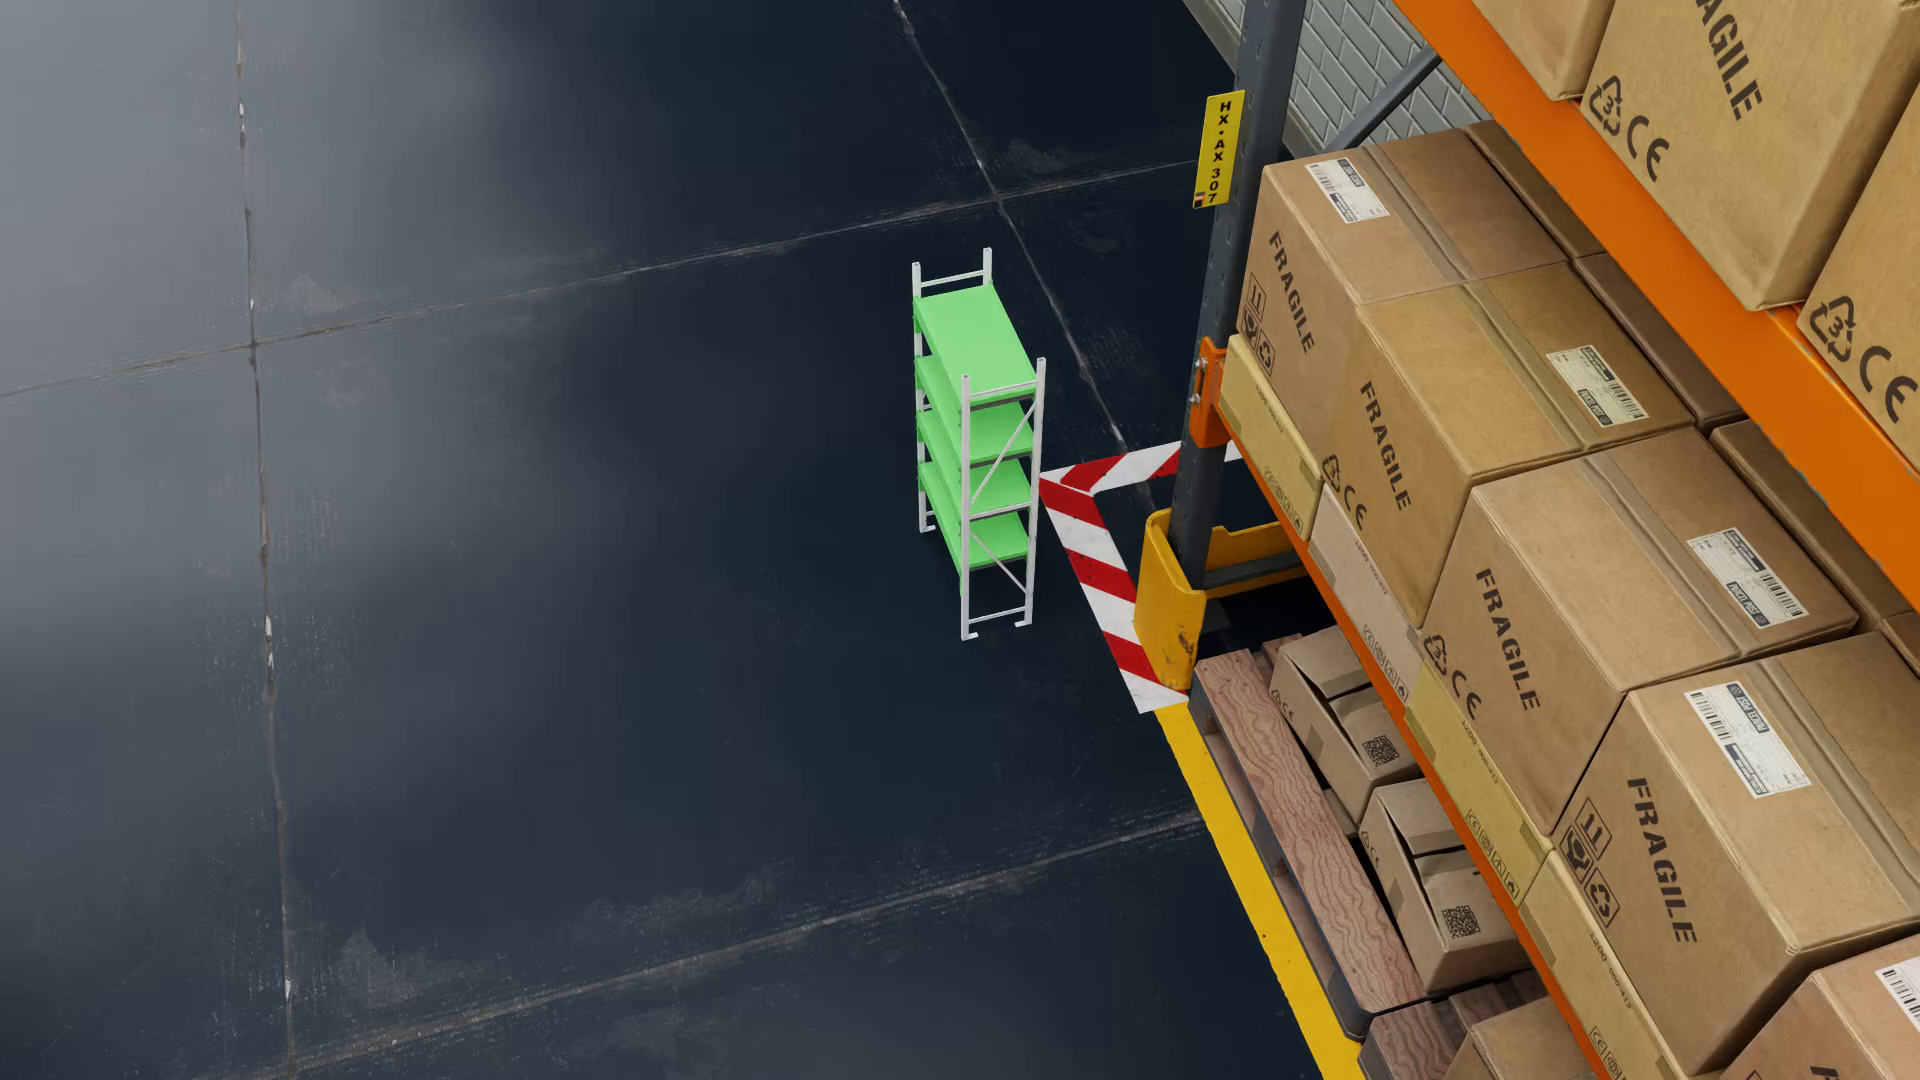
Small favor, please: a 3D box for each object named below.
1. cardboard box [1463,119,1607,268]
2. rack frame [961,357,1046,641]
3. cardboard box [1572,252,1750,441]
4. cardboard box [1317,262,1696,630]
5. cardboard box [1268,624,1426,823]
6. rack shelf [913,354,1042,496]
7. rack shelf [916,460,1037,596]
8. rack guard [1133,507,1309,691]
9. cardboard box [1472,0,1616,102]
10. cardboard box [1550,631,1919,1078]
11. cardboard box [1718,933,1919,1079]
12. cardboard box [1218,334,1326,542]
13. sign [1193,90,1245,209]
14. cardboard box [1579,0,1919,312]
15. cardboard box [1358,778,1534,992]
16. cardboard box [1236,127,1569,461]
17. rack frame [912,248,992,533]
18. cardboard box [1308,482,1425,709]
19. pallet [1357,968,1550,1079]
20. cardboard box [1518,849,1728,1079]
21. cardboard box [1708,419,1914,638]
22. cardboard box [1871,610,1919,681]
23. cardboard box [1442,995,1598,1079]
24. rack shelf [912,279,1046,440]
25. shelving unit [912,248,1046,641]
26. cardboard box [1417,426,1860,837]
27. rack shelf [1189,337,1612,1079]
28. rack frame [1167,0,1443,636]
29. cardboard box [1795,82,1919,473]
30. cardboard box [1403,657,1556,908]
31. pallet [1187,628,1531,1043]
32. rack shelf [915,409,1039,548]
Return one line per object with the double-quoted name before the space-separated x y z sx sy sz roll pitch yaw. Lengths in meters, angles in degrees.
"cardboard box" 1.487 -0.687 3.961 0.500 0.500 0.500 -14 51 -11
"rack frame" 0.121 -0.088 5.039 0.240 1.200 0.015 -13 51 -11
"cardboard box" 1.626 -0.317 3.650 0.500 0.500 0.500 -13 51 -10
"cardboard box" 1.135 -0.203 3.554 0.500 0.500 0.500 -13 51 -11
"cardboard box" 1.263 0.468 4.865 0.500 0.311 0.500 -19 52 -15
"rack shelf" 0.049 -0.379 5.055 0.258 0.148 0.480 -13 51 -11
"rack shelf" 0.049 -0.070 5.422 0.258 0.148 0.480 -13 51 -11
"rack guard" 1.167 0.078 5.357 1.175 0.500 0.348 -13 51 -11
"cardboard box" 1.129 -1.087 2.664 0.500 0.500 0.500 -10 51 -9
"cardboard box" 1.446 0.550 2.919 0.500 0.500 0.500 -12 51 -10
"cardboard box" 1.601 0.930 2.599 0.500 0.500 0.500 -15 51 -12
"cardboard box" 0.986 -0.313 4.137 0.500 0.250 0.500 -15 51 -12
"sign" 0.626 -0.939 4.014 0.100 0.325 0.005 -13 51 -11
"cardboard box" 1.287 -0.709 2.345 0.500 0.500 0.500 -11 51 -9
"cardboard box" 1.432 0.884 4.514 0.500 0.311 0.500 -10 51 -8
"cardboard box" 0.999 -0.566 3.860 0.500 0.500 0.500 -13 51 -11
"rack frame" -0.023 -0.444 5.340 0.240 1.200 0.015 -13 51 -11
"cardboard box" 1.153 0.063 3.820 0.500 0.250 0.500 -15 51 -12
"pallet" 1.731 1.662 4.211 1.003 0.211 1.213 -13 51 -11
"cardboard box" 1.445 0.806 3.193 0.500 0.250 0.500 -13 51 -11
"cardboard box" 1.783 0.060 3.332 0.500 0.500 0.500 -15 51 -12
"cardboard box" 1.932 0.428 3.022 0.500 0.500 0.500 -13 51 -10
"cardboard box" 1.601 1.370 3.980 0.700 0.500 0.500 -16 52 -13
"rack shelf" 0.049 -0.534 4.871 0.258 0.148 0.480 -13 51 -11
"shelving unit" 0.049 -0.266 5.189 0.258 1.200 0.503 -13 51 -11
"cardboard box" 1.282 0.176 3.234 0.500 0.500 0.500 -15 51 -12
"rack shelf" 1.736 0.910 3.492 1.077 0.370 4.000 -13 51 -11
"rack frame" 1.145 -0.783 4.448 1.000 3.000 0.127 -13 51 -11
"cardboard box" 1.465 -0.323 2.020 0.500 0.500 0.500 -10 51 -9
"cardboard box" 1.298 0.437 3.505 0.500 0.250 0.500 -14 51 -12
"pallet" 1.374 0.773 4.961 1.003 0.211 1.213 -13 51 -11
"rack shelf" 0.049 -0.225 5.238 0.258 0.148 0.480 -13 51 -11
